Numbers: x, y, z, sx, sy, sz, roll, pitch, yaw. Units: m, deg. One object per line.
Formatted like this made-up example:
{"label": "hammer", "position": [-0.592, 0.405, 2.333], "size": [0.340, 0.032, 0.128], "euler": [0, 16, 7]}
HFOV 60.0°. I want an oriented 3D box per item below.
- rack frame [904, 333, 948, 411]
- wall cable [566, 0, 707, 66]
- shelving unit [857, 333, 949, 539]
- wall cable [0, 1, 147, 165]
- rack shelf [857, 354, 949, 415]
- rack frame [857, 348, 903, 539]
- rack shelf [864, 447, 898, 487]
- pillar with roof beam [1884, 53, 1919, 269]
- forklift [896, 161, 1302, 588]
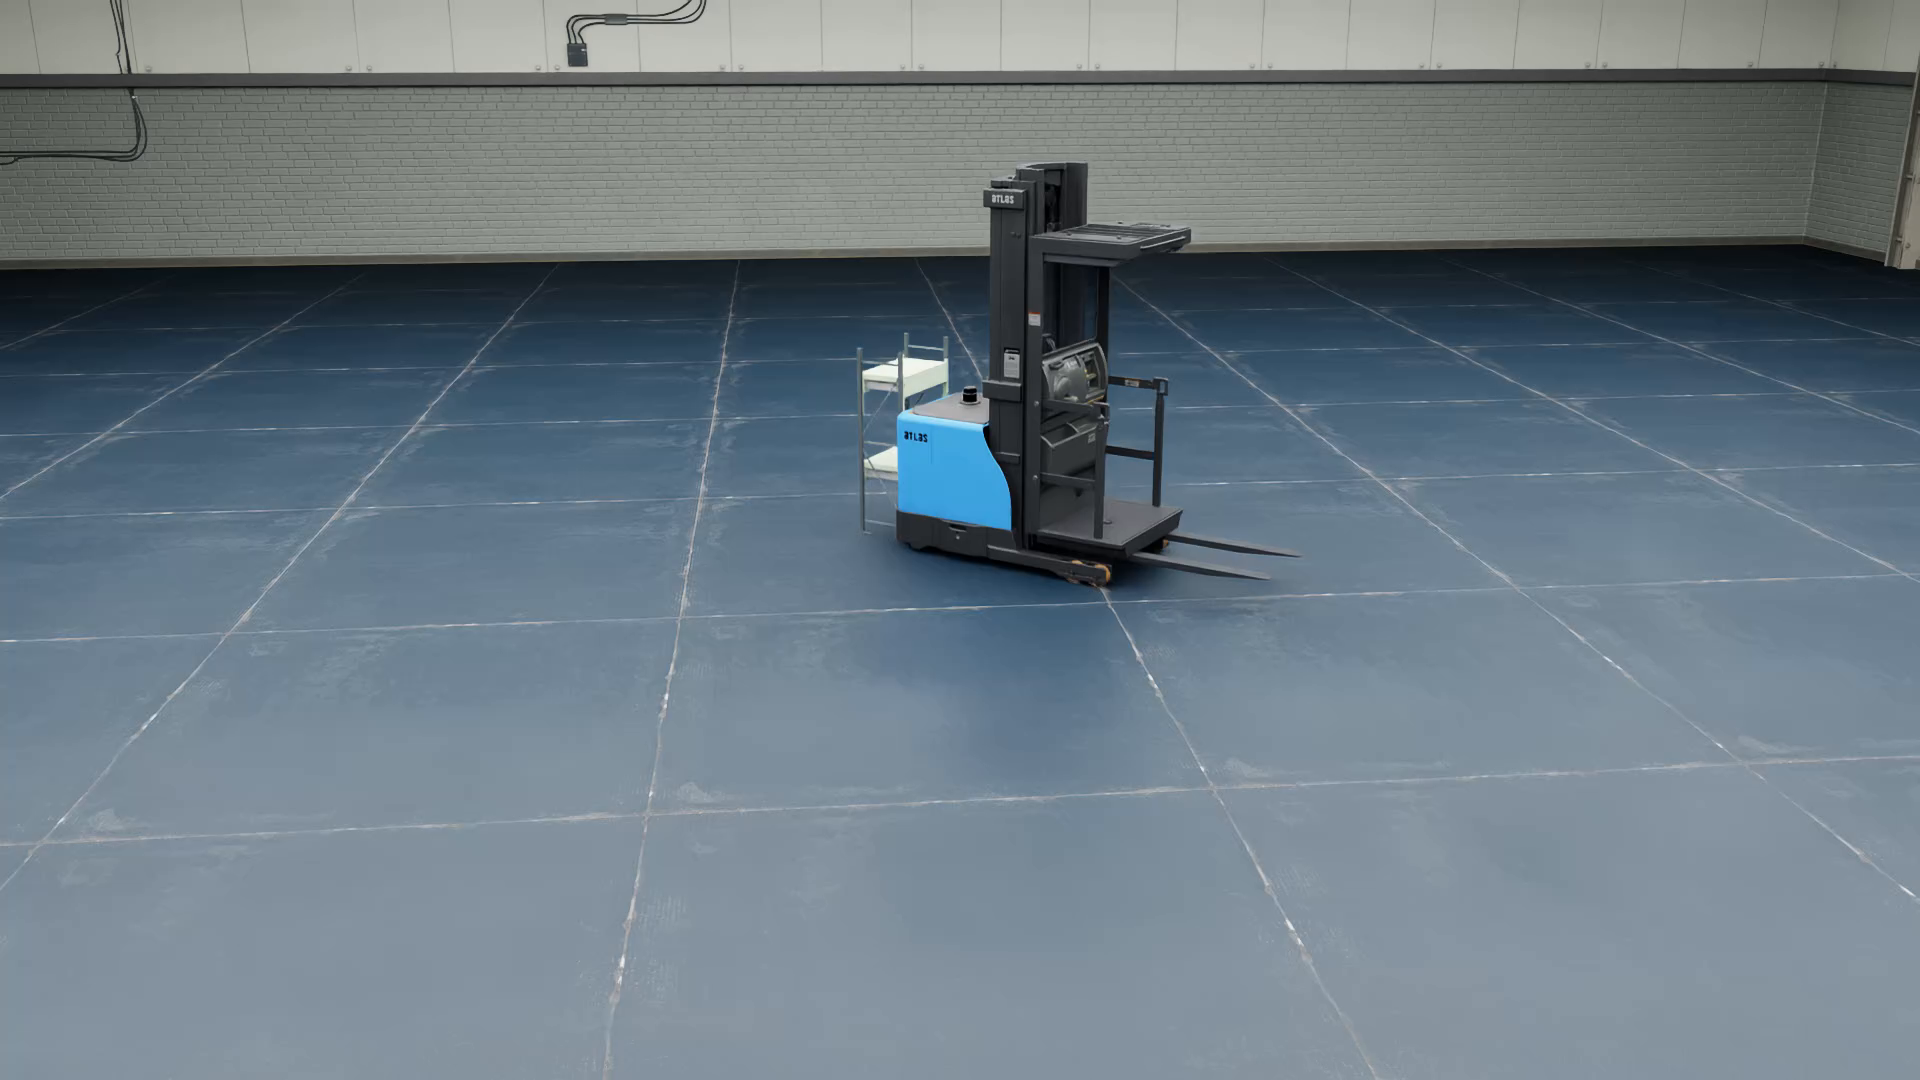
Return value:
{"label": "rack frame", "position": [-0.276, -0.943, 13.678], "size": [0.400, 1.500, 0.023], "euler": [9, 20, 27]}
{"label": "wall cable", "position": [-5.273, -10.677, 26.485], "size": [2.305, 6.003, 0.169], "euler": [-2, 18, -6]}
{"label": "shelving unit", "position": [-0.448, -0.847, 13.370], "size": [0.431, 1.500, 0.755], "euler": [9, 20, 27]}
{"label": "wall cable", "position": [-14.717, -7.285, 26.541], "size": [3.097, 2.526, 0.112], "euler": [-2, 18, -6]}
{"label": "rack shelf", "position": [-0.448, -1.219, 13.253], "size": [0.431, 0.370, 0.720], "euler": [9, 20, 27]}
{"label": "rack frame", "position": [-0.620, -0.750, 13.061], "size": [0.400, 1.500, 0.023], "euler": [9, 20, 27]}
{"label": "rack shelf", "position": [-0.448, -0.535, 13.467], "size": [0.431, 0.370, 0.720], "euler": [9, 20, 27]}
{"label": "pillar with roof beam", "position": [11.322, -8.688, 25.826], "size": [9.100, 9.000, 0.400], "euler": [-2, 18, -6]}
{"label": "forklift", "position": [1.029, -1.235, 12.216], "size": [3.031, 2.935, 1.130], "euler": [10, 20, 30]}
